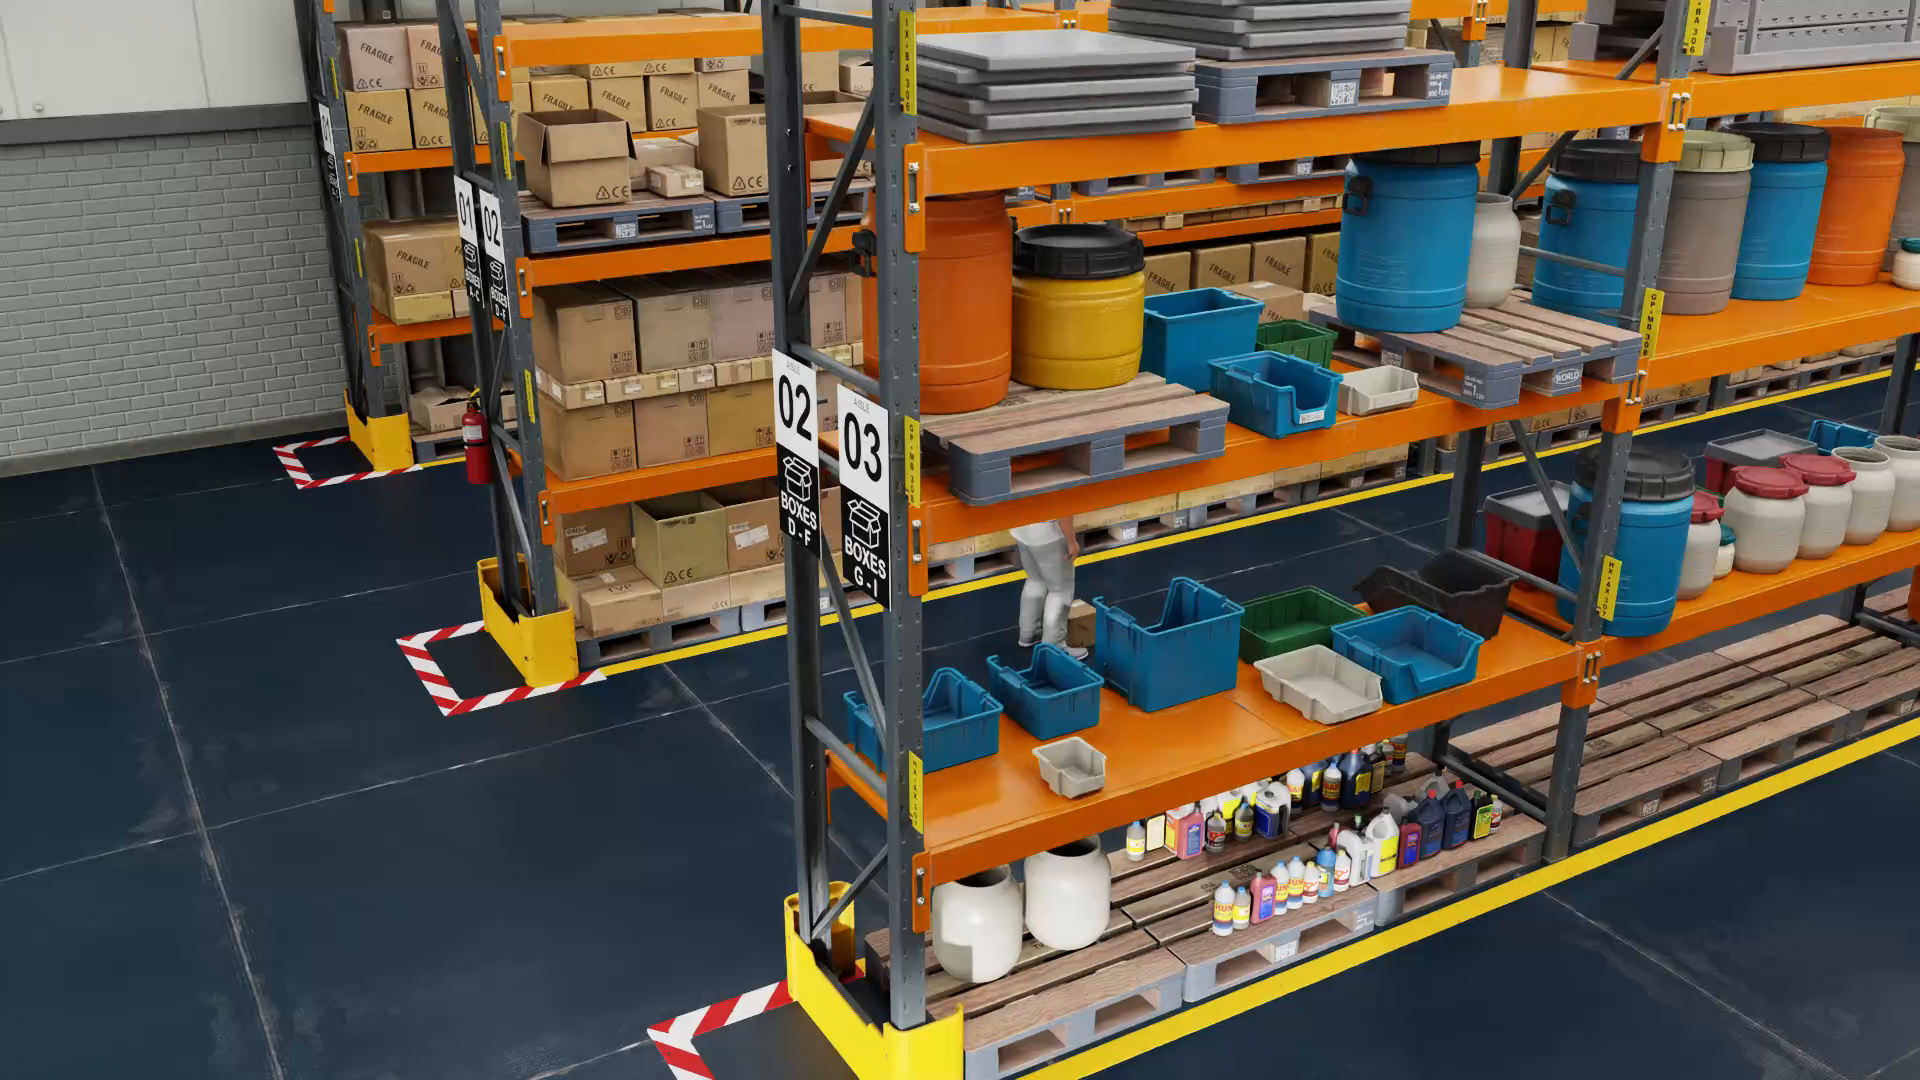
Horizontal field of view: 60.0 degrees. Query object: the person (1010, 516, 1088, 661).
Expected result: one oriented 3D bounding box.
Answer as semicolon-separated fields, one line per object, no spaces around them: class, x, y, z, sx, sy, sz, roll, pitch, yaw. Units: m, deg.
person;0.571;-0.051;11.205;0.433;1.748;0.584;-12;25;-28
